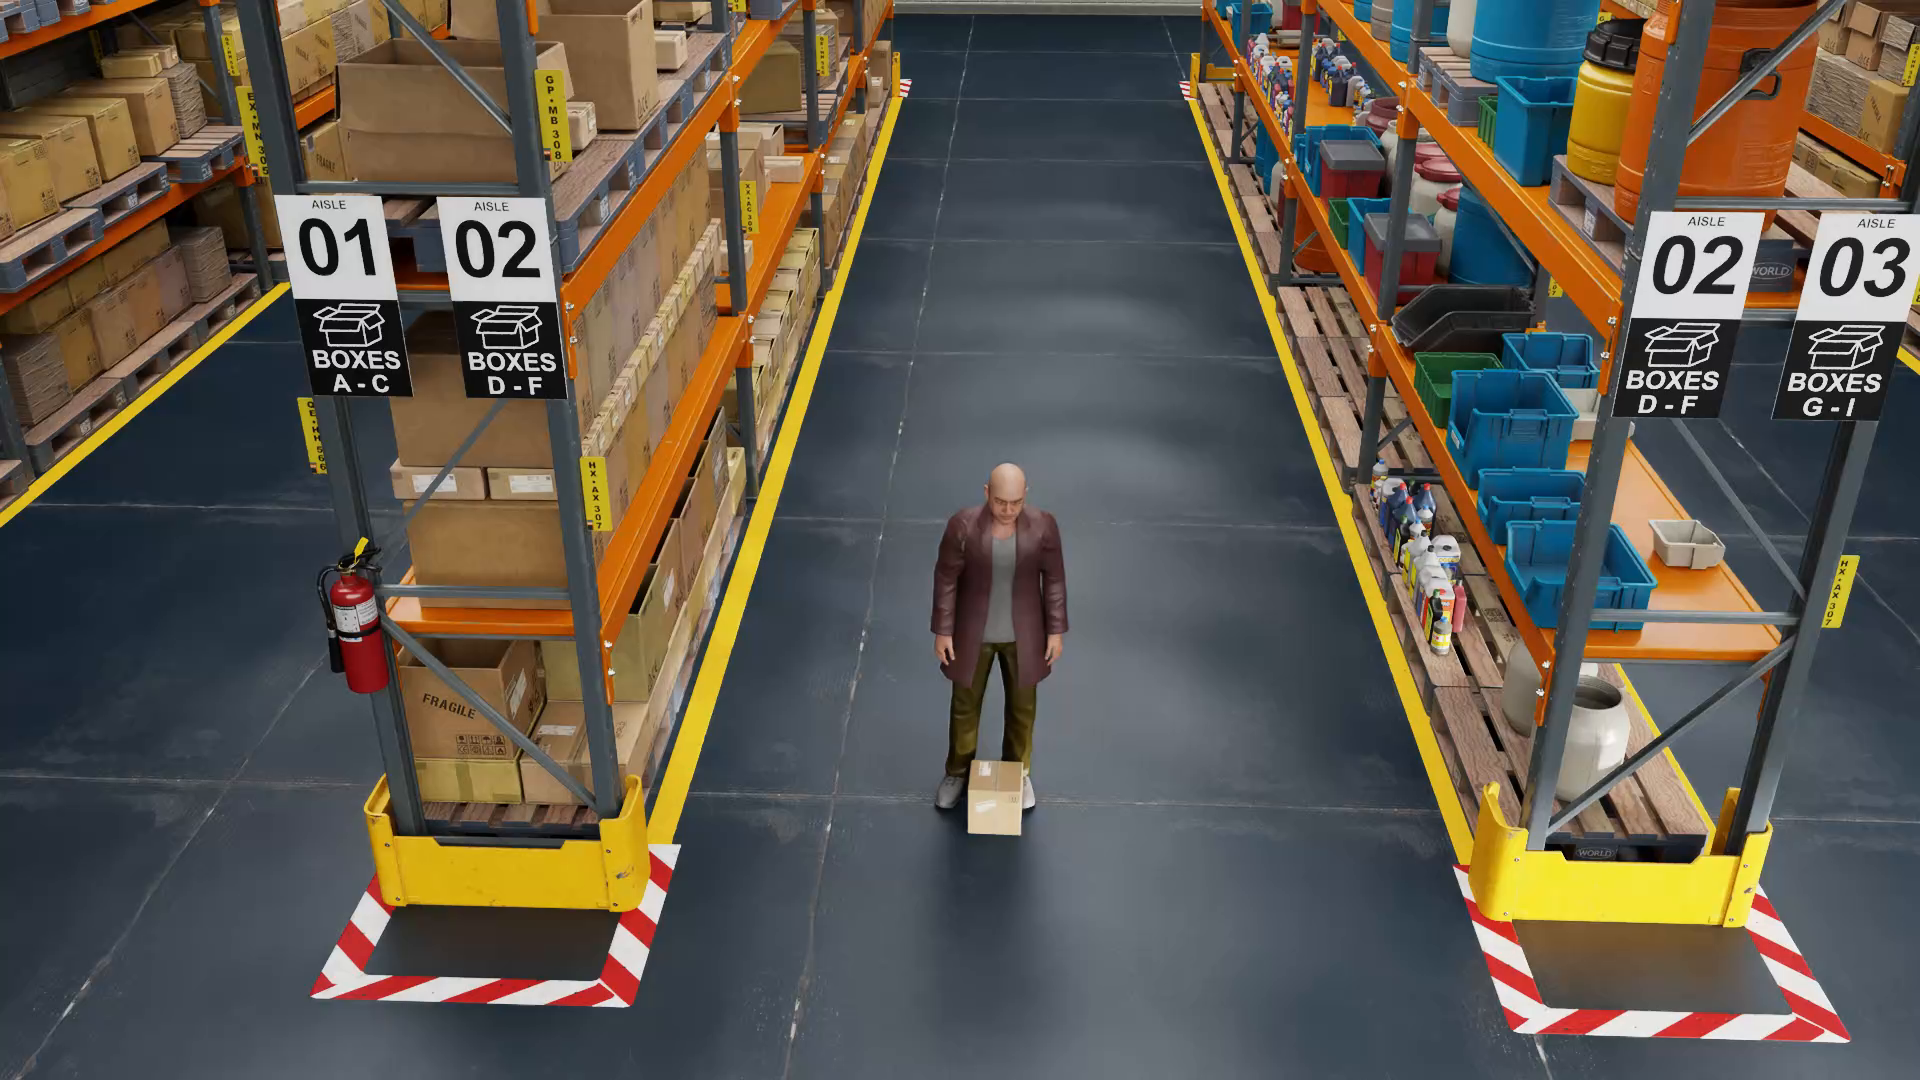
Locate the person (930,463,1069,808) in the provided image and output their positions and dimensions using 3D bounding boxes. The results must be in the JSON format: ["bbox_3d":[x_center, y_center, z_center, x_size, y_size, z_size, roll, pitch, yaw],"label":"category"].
[{"bbox_3d":[0.186,0.438,7.800,0.651,1.773,0.428,-1,28,-1],"label":"person"}]
